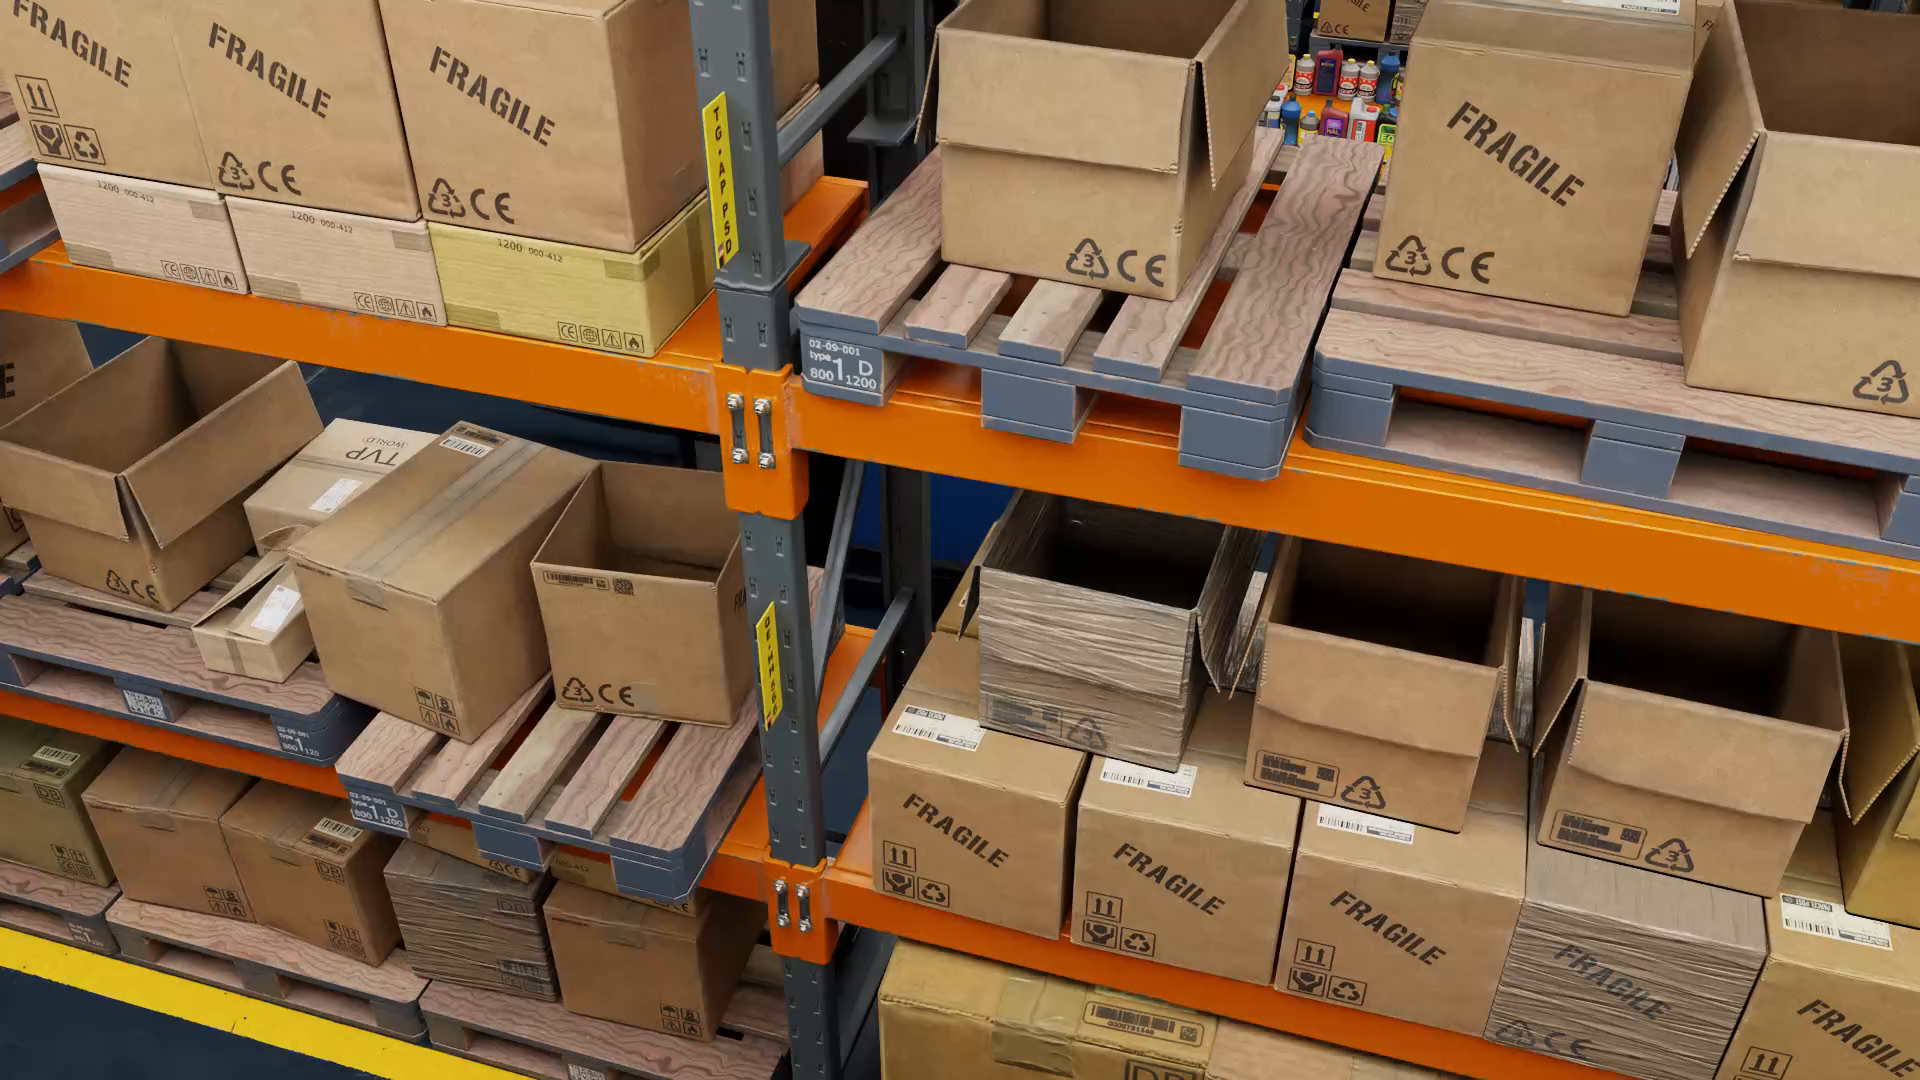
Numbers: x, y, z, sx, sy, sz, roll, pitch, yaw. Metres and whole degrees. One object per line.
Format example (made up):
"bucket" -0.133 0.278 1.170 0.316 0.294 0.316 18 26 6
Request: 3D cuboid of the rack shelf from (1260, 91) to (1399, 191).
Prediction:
"rack shelf" 3.094 -1.735 8.184 4.000 0.370 1.077 10 38 14

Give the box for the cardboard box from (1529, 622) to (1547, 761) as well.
"cardboard box" 1.709 0.602 4.317 0.500 0.500 0.500 11 38 15

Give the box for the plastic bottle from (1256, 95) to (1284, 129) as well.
"plastic bottle" 1.501 -2.069 8.136 0.135 0.276 0.152 10 38 14

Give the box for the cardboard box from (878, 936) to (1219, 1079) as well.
"cardboard box" 0.360 1.244 4.967 0.875 0.875 1.225 9 37 12

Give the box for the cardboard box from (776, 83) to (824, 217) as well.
"cardboard box" -0.665 -0.951 4.107 0.500 0.250 0.500 11 38 15

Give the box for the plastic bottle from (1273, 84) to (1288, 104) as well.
"plastic bottle" 1.547 -2.155 8.252 0.135 0.276 0.152 10 38 14

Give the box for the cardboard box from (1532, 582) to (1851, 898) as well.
"cardboard box" 1.664 0.350 3.814 0.637 0.503 0.797 12 38 15

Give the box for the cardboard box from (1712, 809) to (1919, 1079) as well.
"cardboard box" 2.027 0.983 3.800 0.500 0.500 0.500 10 38 13

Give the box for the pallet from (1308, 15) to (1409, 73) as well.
"pallet" 3.367 -3.904 12.876 1.213 0.211 1.003 10 38 14

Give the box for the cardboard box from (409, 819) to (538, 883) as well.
"cardboard box" -1.450 0.762 5.289 0.500 0.250 0.500 15 39 19

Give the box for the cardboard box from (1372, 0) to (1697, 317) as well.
"cardboard box" 1.162 -0.824 3.370 0.500 0.500 0.500 12 38 16

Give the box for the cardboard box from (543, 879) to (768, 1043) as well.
"cardboard box" -0.938 1.146 5.400 0.500 0.500 0.700 9 37 11

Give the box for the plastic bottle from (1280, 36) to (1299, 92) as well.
"plastic bottle" 1.698 -2.501 8.717 0.133 0.283 0.061 10 38 14

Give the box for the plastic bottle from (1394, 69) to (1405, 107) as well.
"plastic bottle" 2.302 -2.345 8.574 0.097 0.201 0.097 0 36 0

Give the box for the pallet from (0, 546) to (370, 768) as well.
"pallet" -2.194 0.174 5.144 1.213 0.211 1.003 10 38 14

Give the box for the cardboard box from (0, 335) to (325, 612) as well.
"cardboard box" -2.428 -0.240 5.104 0.637 0.503 0.797 14 39 19

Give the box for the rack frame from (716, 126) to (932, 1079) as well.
"rack frame" -0.292 0.424 4.644 0.127 3.000 1.000 10 38 14

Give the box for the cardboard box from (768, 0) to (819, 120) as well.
"cardboard box" -0.664 -1.254 3.887 0.500 0.500 0.500 11 38 14

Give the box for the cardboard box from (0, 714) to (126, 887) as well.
"cardboard box" -3.081 0.762 5.922 0.500 0.500 0.700 10 38 14

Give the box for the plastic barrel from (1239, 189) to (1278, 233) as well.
"plastic barrel" 1.657 -1.597 8.866 0.708 0.830 0.600 10 38 14

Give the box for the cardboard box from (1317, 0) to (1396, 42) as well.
"cardboard box" 3.015 -4.109 12.540 0.500 0.500 0.500 12 38 16

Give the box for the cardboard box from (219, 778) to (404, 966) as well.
"cardboard box" -2.014 0.959 5.654 0.500 0.500 0.700 14 38 18

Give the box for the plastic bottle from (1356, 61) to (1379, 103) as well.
"plastic bottle" 2.116 -2.380 8.620 0.097 0.201 0.097 0 36 0

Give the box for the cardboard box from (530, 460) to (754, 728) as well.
"cardboard box" -0.820 0.142 4.588 0.500 0.500 0.500 6 37 8

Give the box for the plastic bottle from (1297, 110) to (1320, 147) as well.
"plastic bottle" 1.697 -1.986 8.085 0.097 0.201 0.097 0 36 0

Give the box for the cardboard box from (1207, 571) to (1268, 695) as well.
"cardboard box" 0.727 0.422 4.562 0.500 0.500 0.500 10 38 13

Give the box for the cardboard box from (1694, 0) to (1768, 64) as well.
"cardboard box" 5.457 -3.661 11.931 0.500 0.500 0.500 11 38 14

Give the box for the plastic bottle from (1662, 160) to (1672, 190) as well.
"plastic bottle" 3.231 -1.702 7.699 0.097 0.201 0.097 0 36 0

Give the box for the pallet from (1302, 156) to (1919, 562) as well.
"pallet" 1.407 -0.428 3.430 1.213 0.211 1.003 12 38 16

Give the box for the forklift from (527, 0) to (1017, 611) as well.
"forklift" -0.785 -1.282 7.019 3.031 2.935 1.130 10 37 13

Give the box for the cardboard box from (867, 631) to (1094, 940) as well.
"cardboard box" 0.091 0.623 4.288 0.500 0.500 0.500 12 38 15

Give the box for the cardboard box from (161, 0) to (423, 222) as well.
"cardboard box" -1.315 -1.053 3.614 0.500 0.500 0.500 10 38 14

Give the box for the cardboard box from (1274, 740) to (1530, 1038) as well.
"cardboard box" 1.074 0.802 4.046 0.500 0.500 0.500 10 37 13

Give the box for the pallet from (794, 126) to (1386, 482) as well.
"pallet" 0.338 -0.624 3.697 1.003 0.211 1.213 12 38 16

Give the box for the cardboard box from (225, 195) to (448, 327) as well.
"cardboard box" -1.297 -0.749 3.833 0.500 0.250 0.500 10 38 14

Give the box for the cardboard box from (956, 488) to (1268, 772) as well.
"cardboard box" 0.401 0.118 4.129 0.637 0.503 0.797 12 38 15

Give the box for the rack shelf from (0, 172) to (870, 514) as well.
"rack shelf" -2.201 -0.848 4.448 4.000 0.370 1.077 10 38 14

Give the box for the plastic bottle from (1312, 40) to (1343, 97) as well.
"plastic bottle" 1.918 -2.461 8.661 0.133 0.283 0.061 10 38 14

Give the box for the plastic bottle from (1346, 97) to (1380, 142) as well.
"plastic bottle" 1.943 -1.987 8.024 0.135 0.276 0.152 10 38 14

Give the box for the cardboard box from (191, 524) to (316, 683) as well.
"cardboard box" -1.964 0.167 4.752 0.258 0.266 0.396 9 37 13

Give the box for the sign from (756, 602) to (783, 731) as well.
"sign" -0.445 0.298 3.904 0.005 0.325 0.100 10 38 14

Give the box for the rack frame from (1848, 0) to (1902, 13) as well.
"rack frame" 6.483 -4.474 11.298 0.127 3.000 1.000 10 38 14

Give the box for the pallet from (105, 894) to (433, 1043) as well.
"pallet" -2.198 1.191 5.953 1.213 0.211 1.003 10 38 14

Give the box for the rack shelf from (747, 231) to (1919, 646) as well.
"rack shelf" 1.617 -0.141 3.487 4.000 0.370 1.077 10 38 14
